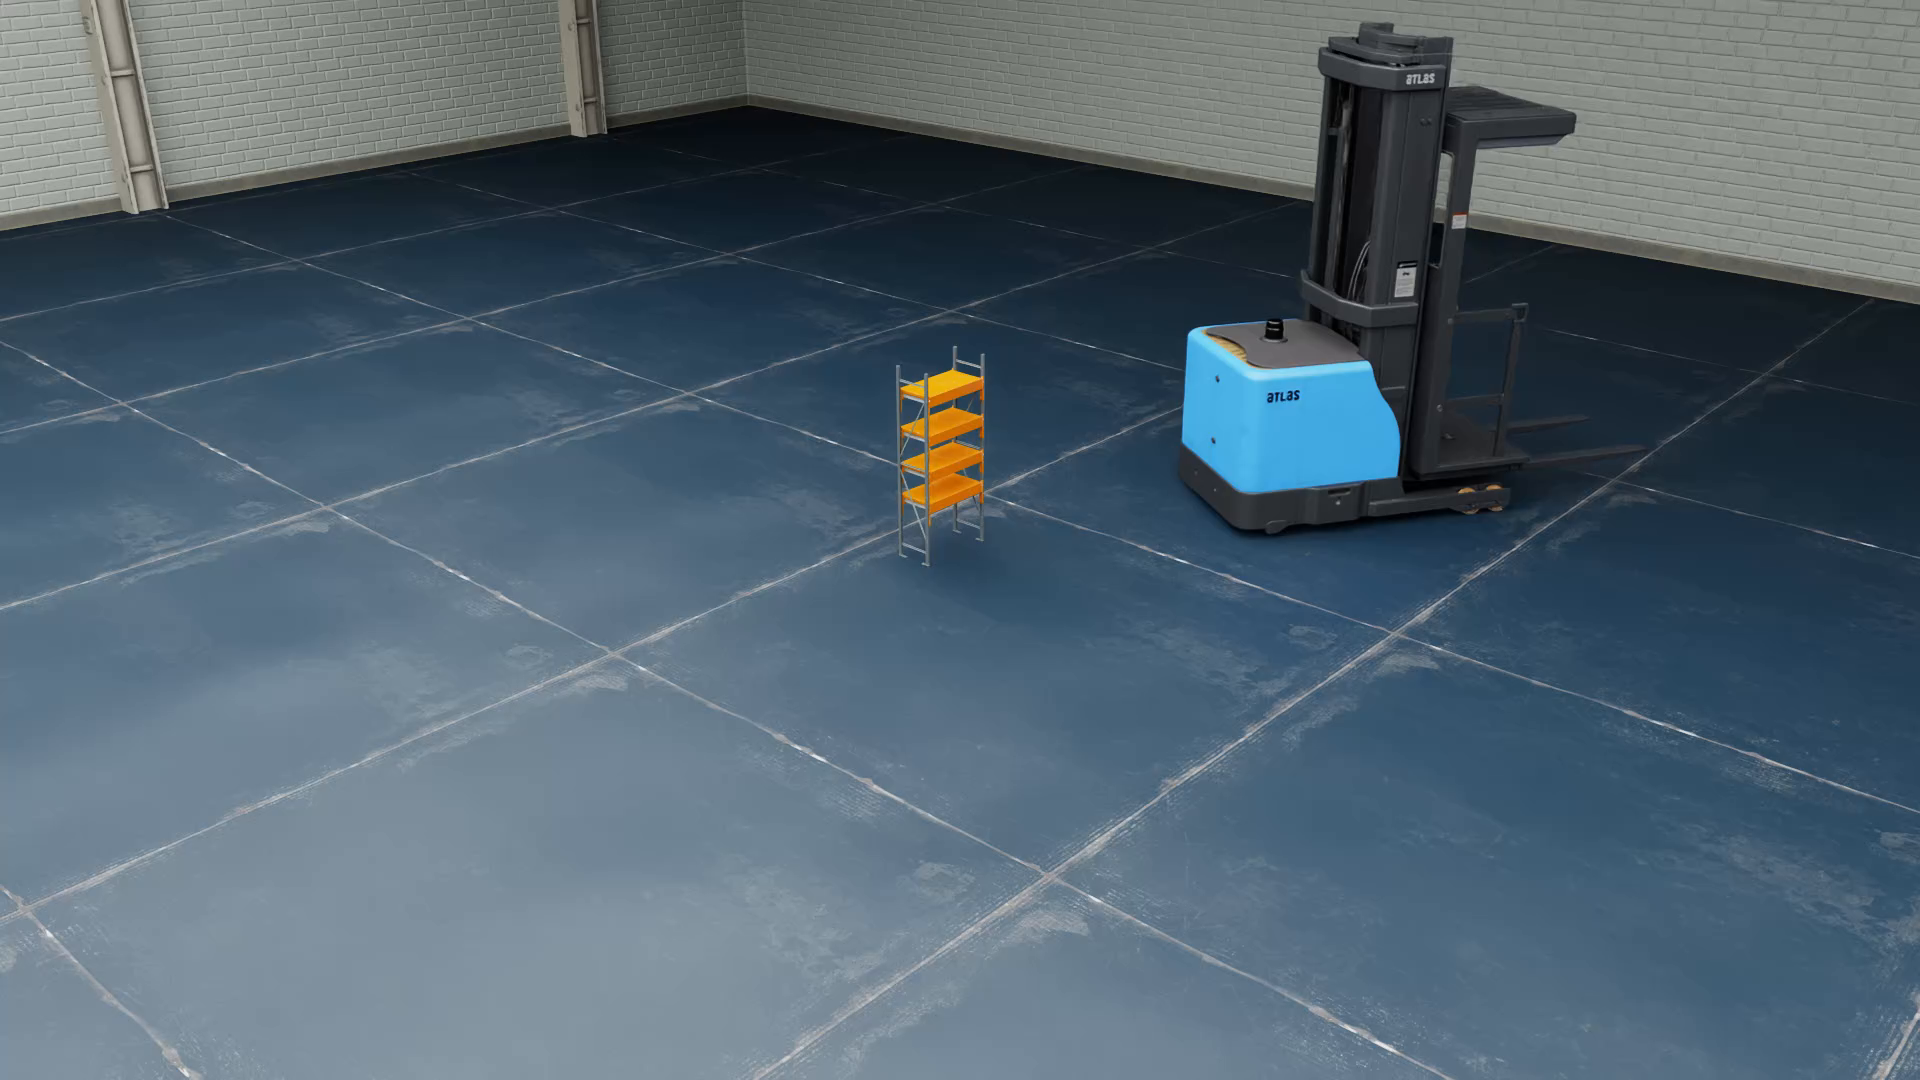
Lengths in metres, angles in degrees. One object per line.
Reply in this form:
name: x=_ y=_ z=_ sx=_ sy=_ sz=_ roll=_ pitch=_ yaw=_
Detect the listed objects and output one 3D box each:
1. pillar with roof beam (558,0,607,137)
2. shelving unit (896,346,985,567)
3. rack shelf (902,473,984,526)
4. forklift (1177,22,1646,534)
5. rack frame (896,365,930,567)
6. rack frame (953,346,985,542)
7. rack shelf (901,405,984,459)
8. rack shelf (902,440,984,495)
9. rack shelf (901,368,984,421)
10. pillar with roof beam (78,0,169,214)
pillar with roof beam: x=-1.818 y=-8.429 z=18.050 sx=9.100 sy=9.000 sz=0.400 roll=20 pitch=31 yaw=38
shelving unit: x=-0.110 y=-0.497 z=9.892 sx=0.258 sy=1.200 sz=0.503 roll=20 pitch=31 yaw=38
rack shelf: x=-0.110 y=-0.254 z=10.001 sx=0.258 sy=0.148 sz=0.480 roll=20 pitch=31 yaw=38
forklift: x=3.020 y=-1.700 z=10.460 sx=3.031 sy=2.935 sz=1.130 roll=-7 pitch=25 yaw=-15
rack frame: x=-0.273 y=-0.423 z=9.726 sx=0.240 sy=1.200 sz=0.015 roll=20 pitch=31 yaw=38
rack frame: x=0.052 y=-0.571 z=10.058 sx=0.240 sy=1.200 sz=0.015 roll=20 pitch=31 yaw=38
rack shelf: x=-0.110 y=-0.640 z=9.828 sx=0.258 sy=0.148 sz=0.480 roll=20 pitch=31 yaw=38
rack shelf: x=-0.110 y=-0.436 z=9.920 sx=0.258 sy=0.148 sz=0.480 roll=20 pitch=31 yaw=38
rack shelf: x=-0.110 y=-0.856 z=9.731 sx=0.258 sy=0.148 sz=0.480 roll=20 pitch=31 yaw=38
pillar with roof beam: x=-5.822 y=-6.601 z=13.973 sx=9.100 sy=9.000 sz=0.400 roll=20 pitch=31 yaw=38
